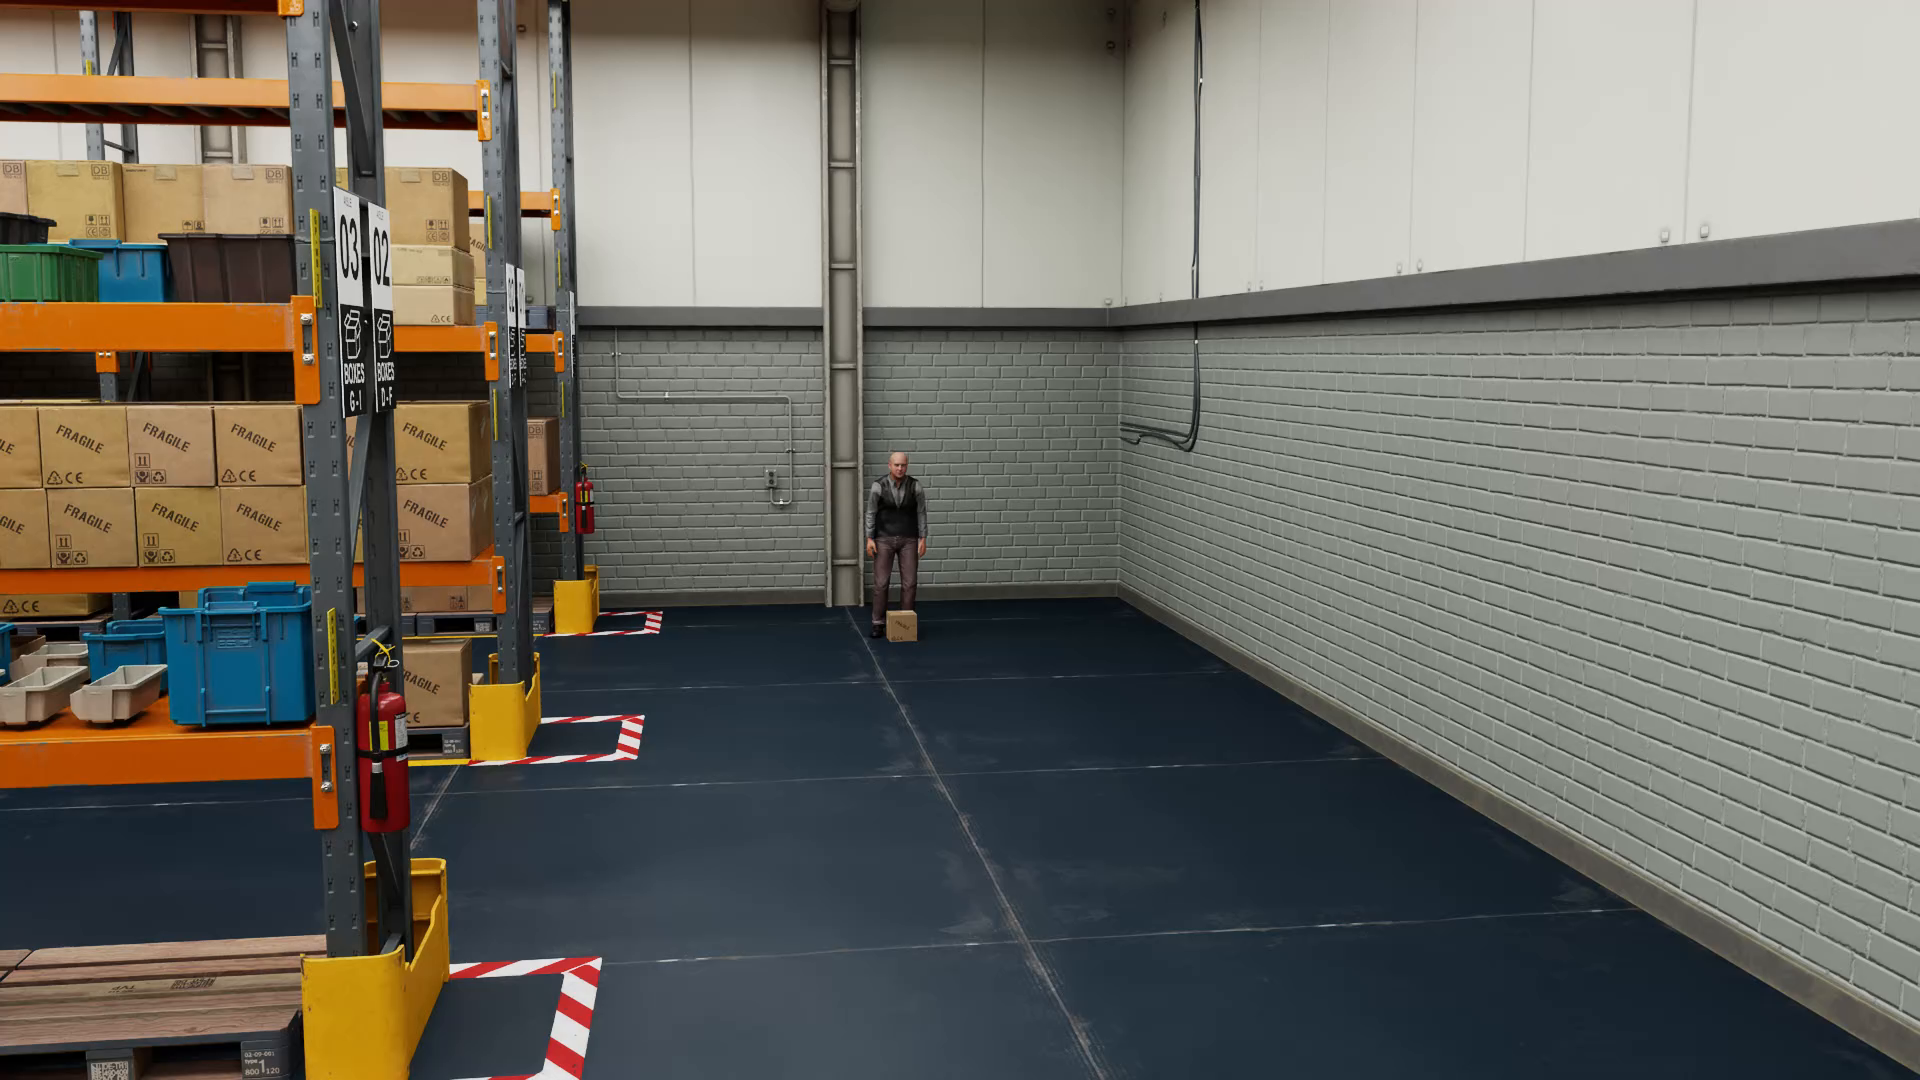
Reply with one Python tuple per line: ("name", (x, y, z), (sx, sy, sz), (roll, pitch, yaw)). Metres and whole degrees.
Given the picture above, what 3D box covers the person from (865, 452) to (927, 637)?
("person", (-0.592, 0.035, 15.512), (0.580, 1.720, 0.465), (-1, 7, -8))
